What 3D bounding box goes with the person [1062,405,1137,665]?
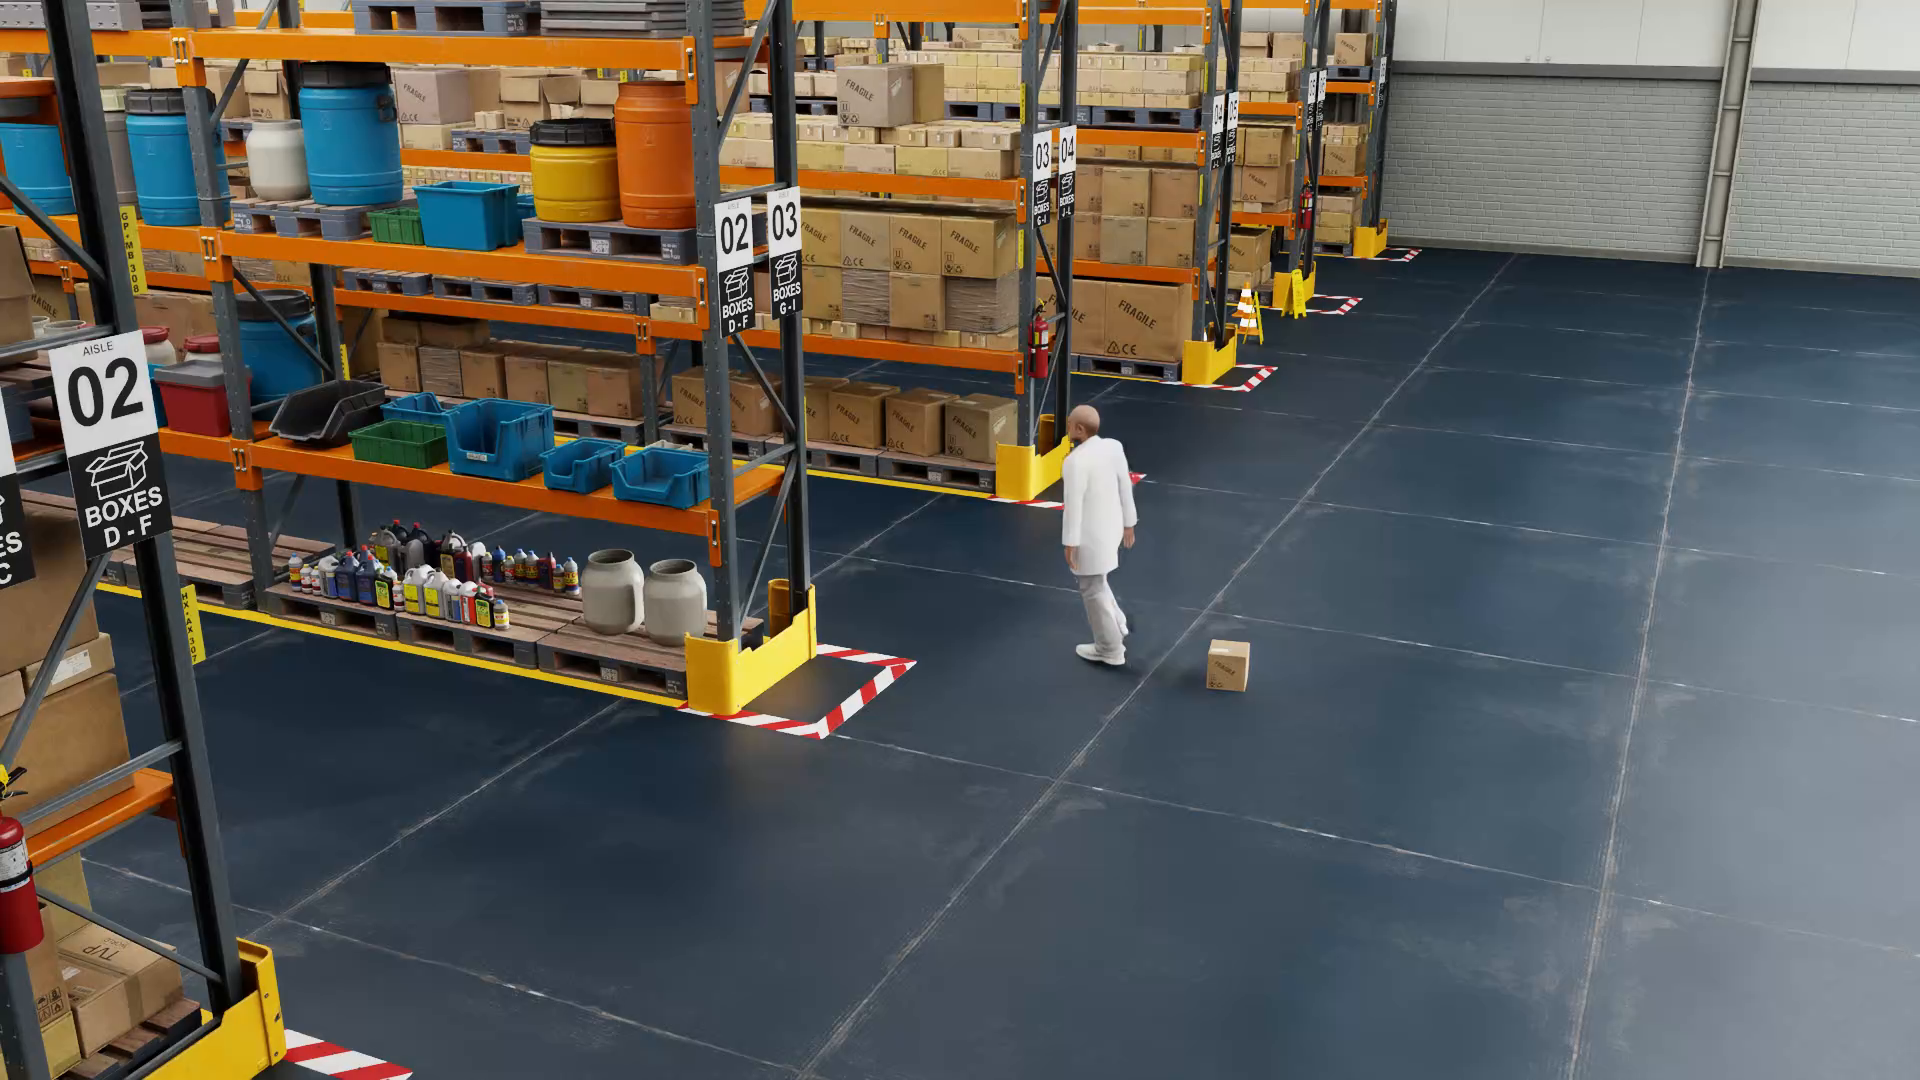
[{"bbox_3d":[0.900,-0.037,11.133,0.534,1.764,0.610,15,24,37],"label":"person"}]
